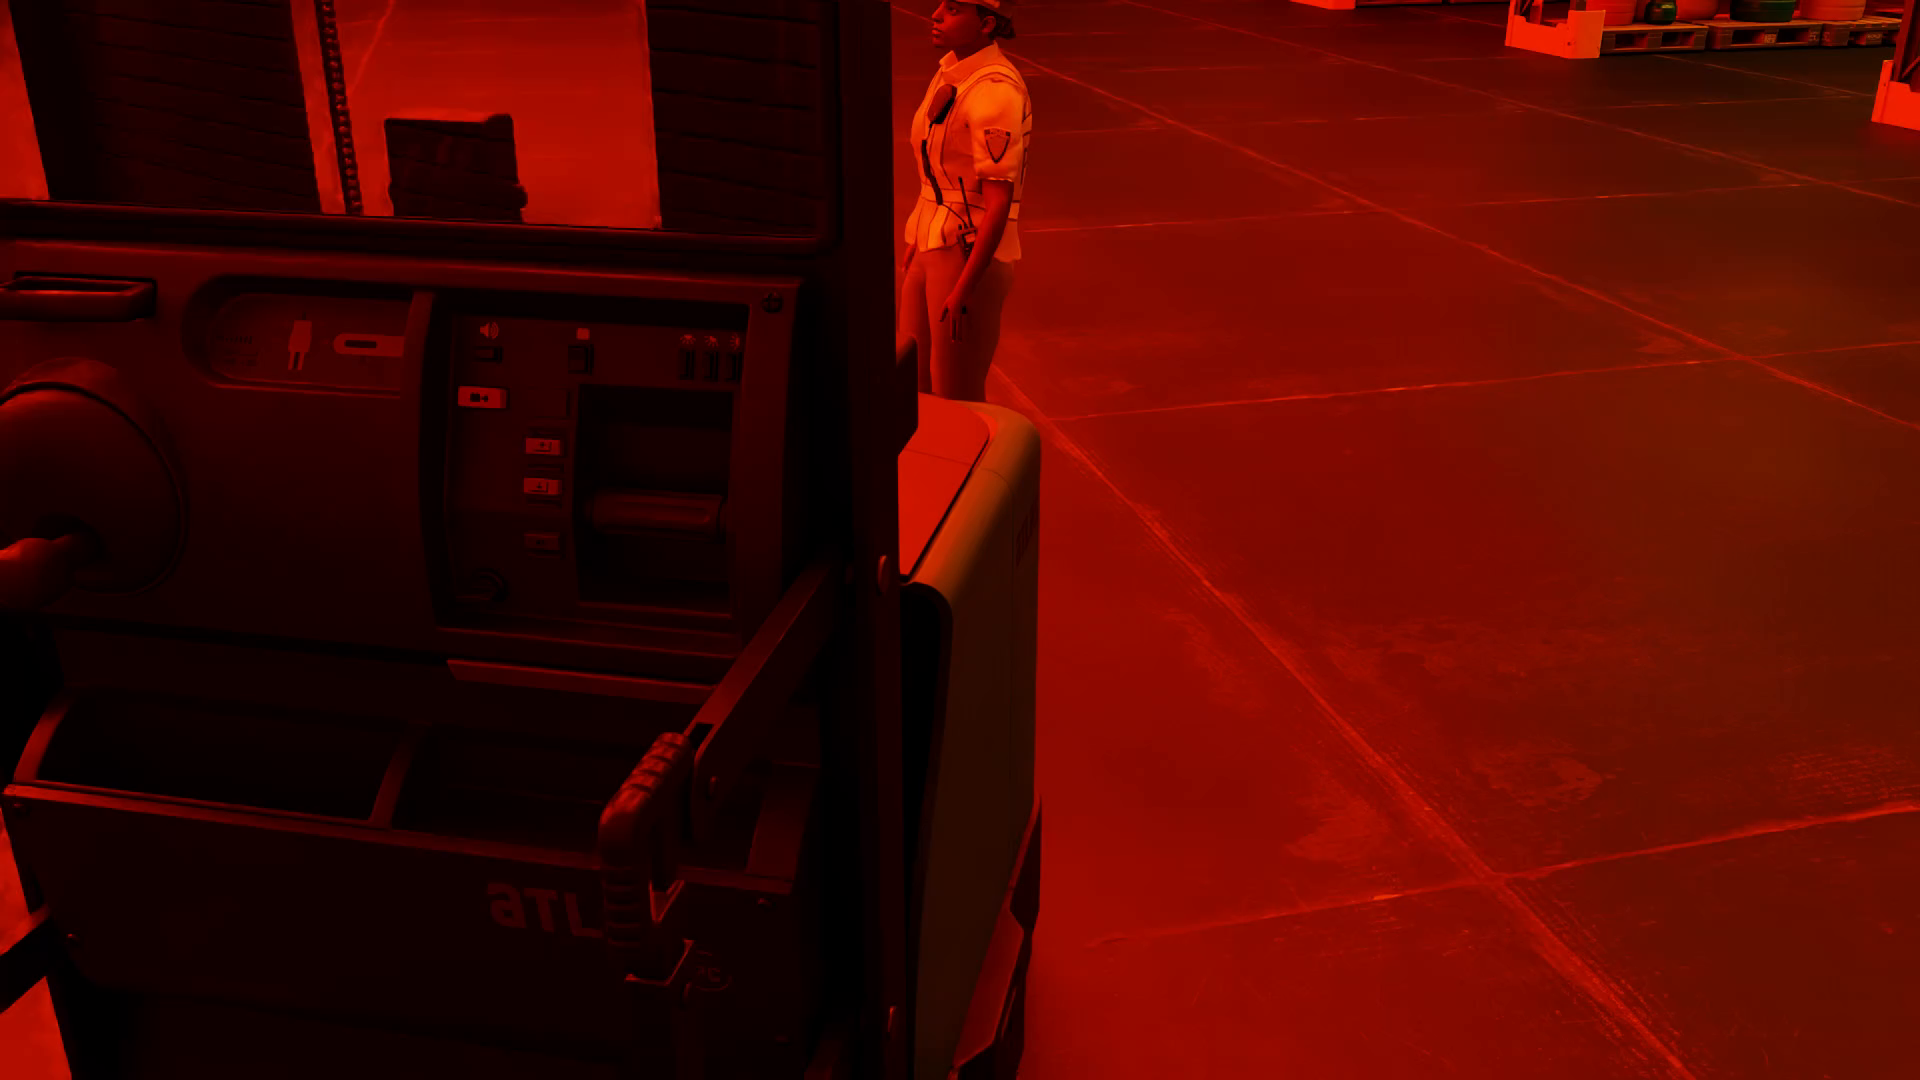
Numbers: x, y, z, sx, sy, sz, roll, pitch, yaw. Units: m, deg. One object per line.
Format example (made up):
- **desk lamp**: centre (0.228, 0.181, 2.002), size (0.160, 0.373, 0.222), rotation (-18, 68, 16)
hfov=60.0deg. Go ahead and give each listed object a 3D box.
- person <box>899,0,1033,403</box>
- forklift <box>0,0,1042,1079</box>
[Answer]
- **person**: centre (-0.077, -0.786, 4.718), size (0.530, 1.695, 0.570), rotation (-6, 24, -14)
- **forklift**: centre (-0.655, -0.071, 1.477), size (1.130, 2.935, 3.031), rotation (5, 24, 11)
